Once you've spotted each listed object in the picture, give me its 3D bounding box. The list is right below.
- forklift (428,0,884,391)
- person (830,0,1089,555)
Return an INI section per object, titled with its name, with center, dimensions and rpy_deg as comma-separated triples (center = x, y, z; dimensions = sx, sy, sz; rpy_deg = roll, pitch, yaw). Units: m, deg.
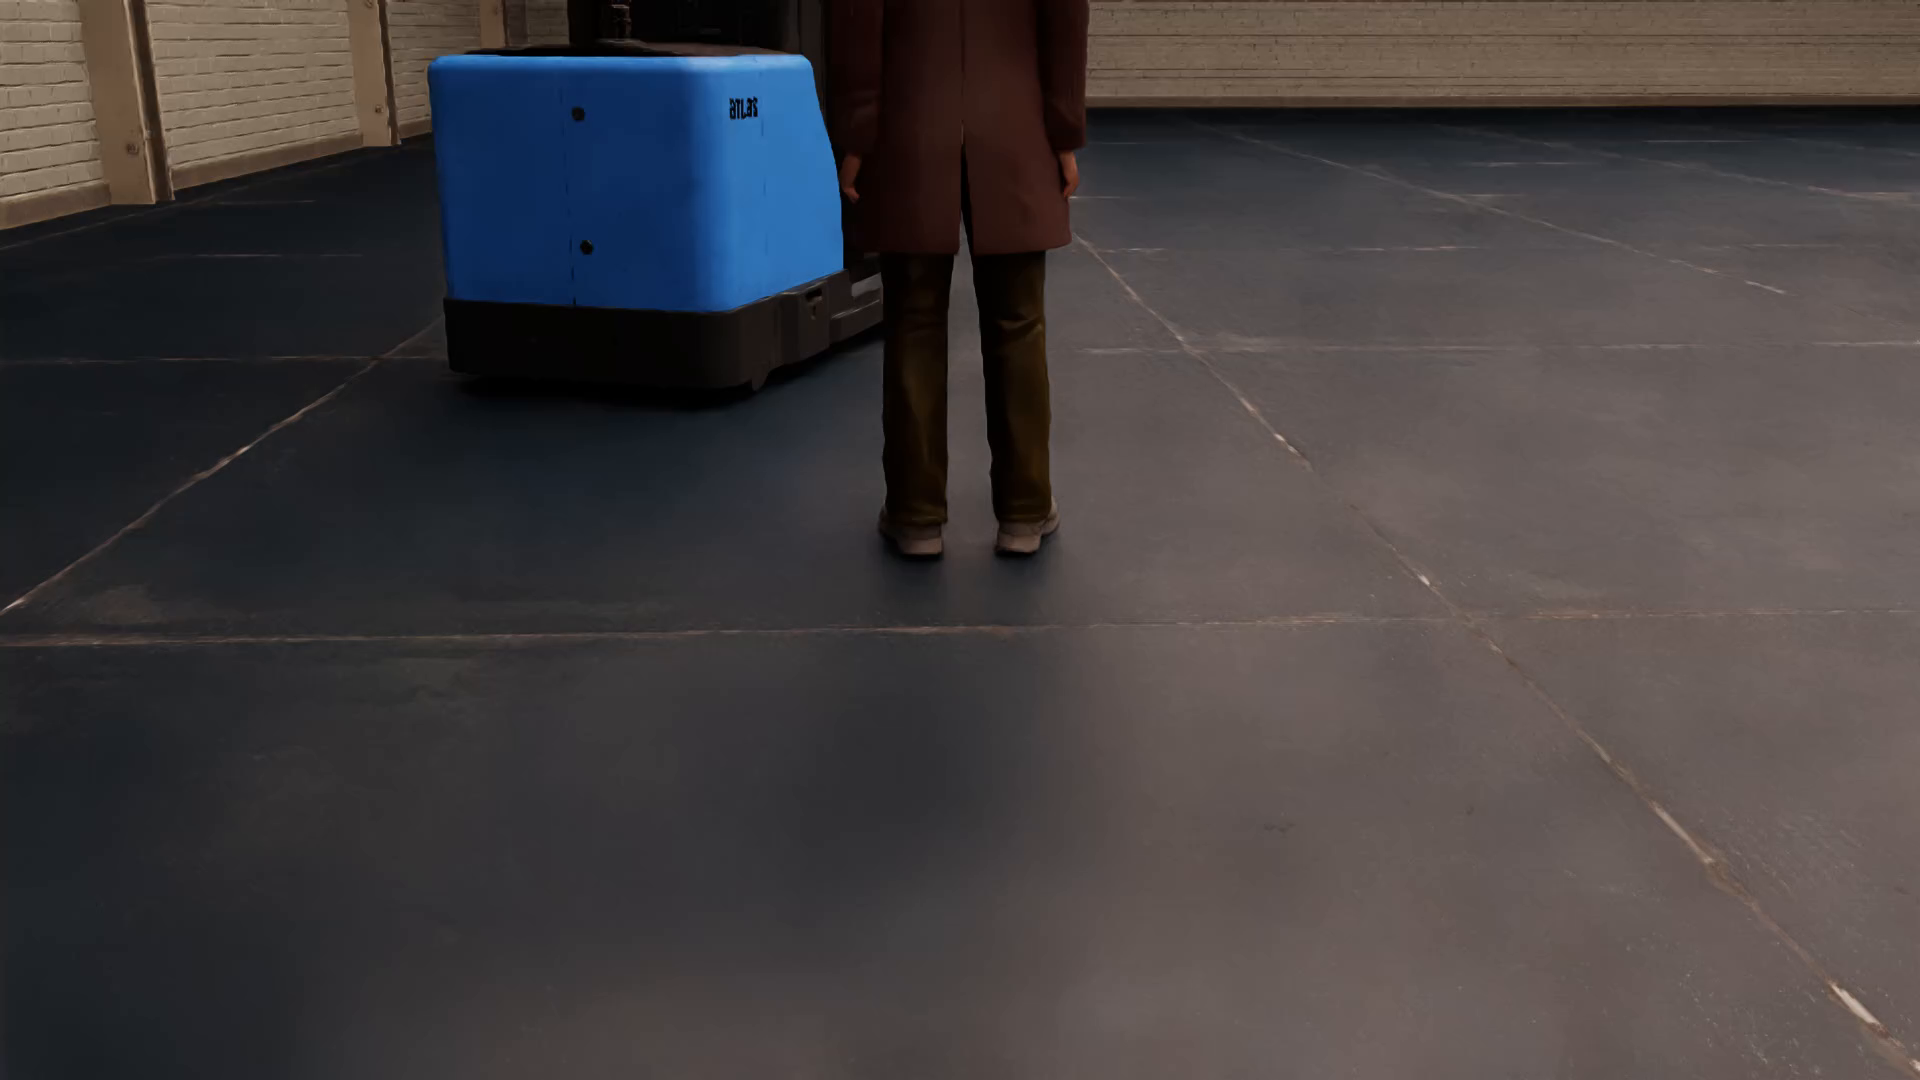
[forklift]
center = -0.784, -2.268, 6.323
dimensions = 1.130, 2.935, 3.031
rpy_deg = 5, 18, 16
[person]
center = -0.003, -0.860, 3.682
dimensions = 0.558, 1.783, 0.377
rpy_deg = -1, 17, -3
